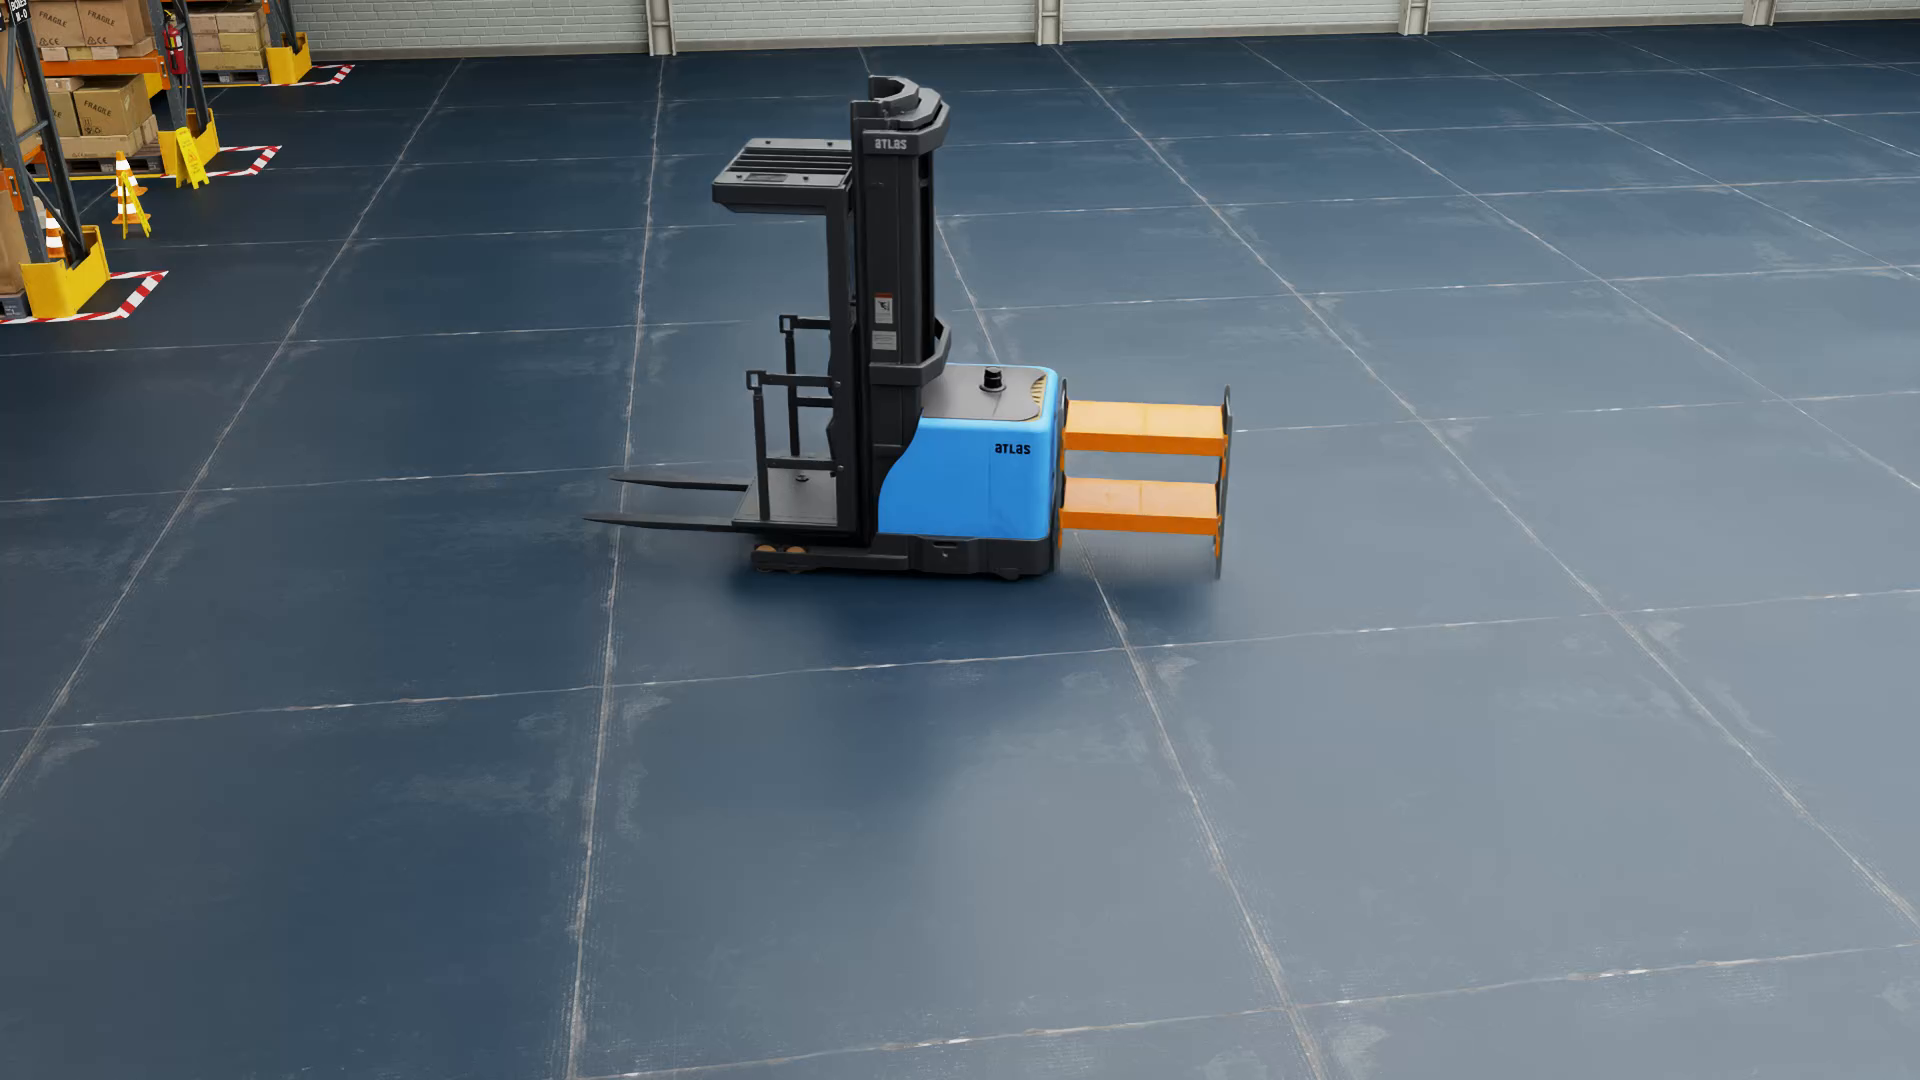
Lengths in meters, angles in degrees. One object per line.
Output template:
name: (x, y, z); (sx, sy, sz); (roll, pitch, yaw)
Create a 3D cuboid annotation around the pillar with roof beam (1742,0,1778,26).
pillar with roof beam: (13.876, -10.658, 21.866); (0.400, 9.000, 9.100); (-4, 27, -7)

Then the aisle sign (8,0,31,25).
aisle sign: (-8.162, -4.867, 14.304); (0.004, 0.787, 0.394); (-4, 27, -7)

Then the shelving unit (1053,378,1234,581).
shelving unit: (1.140, -0.381, 10.463); (1.048, 1.125, 0.538); (3, 27, 5)

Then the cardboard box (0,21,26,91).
cardboard box: (-8.563, -4.111, 14.332); (0.550, 0.550, 0.875); (-4, 27, -7)

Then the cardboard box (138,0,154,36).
cardboard box: (-9.488, -6.073, 19.068); (0.500, 0.500, 0.500); (-4, 27, -8)

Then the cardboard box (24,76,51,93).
cardboard box: (-10.340, -5.150, 18.724); (0.250, 0.149, 0.380); (-3, 27, -6)

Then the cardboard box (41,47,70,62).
cardboard box: (-10.063, -5.466, 18.595); (0.250, 0.149, 0.380); (-3, 27, -6)

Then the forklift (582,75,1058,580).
forklift: (-0.905, -1.327, 10.328); (3.031, 2.935, 1.130); (3, 27, 5)

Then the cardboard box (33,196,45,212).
cardboard box: (-9.996, -3.536, 17.682); (0.250, 0.149, 0.380); (10, 29, 19)

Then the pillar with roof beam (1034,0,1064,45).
pillar with roof beam: (1.993, -9.894, 20.379); (0.400, 9.000, 9.100); (-4, 27, -7)

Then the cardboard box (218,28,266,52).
cardboard box: (-10.114, -7.059, 23.428); (0.500, 0.250, 0.500); (-4, 27, -8)

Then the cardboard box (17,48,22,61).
cardboard box: (-10.577, -5.456, 18.575); (0.250, 0.149, 0.380); (-4, 27, -8)

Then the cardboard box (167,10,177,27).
cardboard box: (-11.091, -7.211, 23.178); (0.500, 0.250, 0.500); (-3, 27, -6)

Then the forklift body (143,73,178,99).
forklift body: (-11.299, -6.722, 21.697); (1.214, 2.155, 2.313); (-4, 27, -7)

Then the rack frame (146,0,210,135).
rack frame: (-8.980, -5.801, 18.973); (0.127, 3.000, 1.000); (-4, 27, -7)

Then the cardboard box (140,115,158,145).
cardboard box: (-9.817, -4.839, 19.649); (0.500, 0.250, 0.500); (-4, 27, -8)

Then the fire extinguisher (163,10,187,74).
fire extinguisher: (-8.802, -5.566, 18.599); (0.183, 0.674, 0.296); (-4, 27, -7)

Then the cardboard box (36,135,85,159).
cardboard box: (-10.257, -4.562, 19.110); (0.500, 0.250, 0.500); (-4, 27, -7)

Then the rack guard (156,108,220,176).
rack guard: (-9.055, -4.684, 19.534); (0.348, 0.500, 1.175); (-4, 27, -7)

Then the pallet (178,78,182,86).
pallet: (-11.632, -6.661, 23.702); (1.213, 0.211, 1.003); (-4, 27, -7)

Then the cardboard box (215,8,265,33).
cardboard box: (-10.088, -7.283, 23.318); (0.500, 0.250, 0.500); (-3, 27, -5)

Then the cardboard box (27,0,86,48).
cardboard box: (-9.975, -5.789, 18.514); (0.500, 0.500, 0.500); (-4, 27, -7)

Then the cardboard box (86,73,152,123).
cardboard box: (-9.841, -5.170, 19.474); (0.500, 0.500, 0.500); (-5, 28, -9)

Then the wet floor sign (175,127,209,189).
wet floor sign: (-8.643, -4.282, 18.591); (0.232, 0.644, 0.267); (6, 28, 11)

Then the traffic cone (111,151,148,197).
traffic cone: (-9.226, -4.062, 18.362); (0.334, 0.463, 0.336); (-4, 27, -7)

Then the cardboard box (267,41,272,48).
cardboard box: (-10.189, -7.066, 23.989); (0.500, 0.250, 0.500); (-4, 27, -7)

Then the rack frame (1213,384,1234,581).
rack frame: (1.646, -0.357, 10.417); (0.032, 1.125, 0.500); (3, 27, 5)

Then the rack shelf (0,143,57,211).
rack shelf: (-10.171, -3.123, 14.541); (4.000, 0.370, 1.077); (-4, 27, -7)

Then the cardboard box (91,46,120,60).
cardboard box: (-9.556, -5.503, 18.666); (0.250, 0.149, 0.380); (-4, 27, -8)

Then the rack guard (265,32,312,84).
rack guard: (-9.651, -6.934, 23.919); (0.348, 0.500, 1.175); (-4, 27, -7)

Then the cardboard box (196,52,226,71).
cardboard box: (-10.590, -6.808, 23.488); (0.500, 0.250, 0.500); (-4, 27, -7)

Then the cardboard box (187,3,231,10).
cardboard box: (-10.672, -7.475, 23.691); (0.500, 0.250, 0.500); (-4, 27, -7)

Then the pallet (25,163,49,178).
pallet: (-11.070, -4.444, 19.382); (1.213, 0.211, 1.003); (-4, 27, -7)

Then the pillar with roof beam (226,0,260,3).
pillar with roof beam: (-9.890, -9.131, 18.891); (0.400, 9.000, 9.100); (-4, 27, -7)

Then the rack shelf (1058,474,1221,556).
rack shelf: (1.140, -0.164, 10.575); (1.000, 0.278, 0.538); (3, 27, 5)

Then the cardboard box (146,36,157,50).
cardboard box: (-9.345, -5.762, 19.171); (0.250, 0.149, 0.380); (-4, 27, -7)

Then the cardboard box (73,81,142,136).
cardboard box: (-9.737, -4.930, 19.005); (0.500, 0.500, 0.500); (-4, 27, -7)

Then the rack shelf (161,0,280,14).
rack shelf: (-11.656, -7.598, 23.262); (4.000, 0.370, 1.077); (-4, 27, -7)
